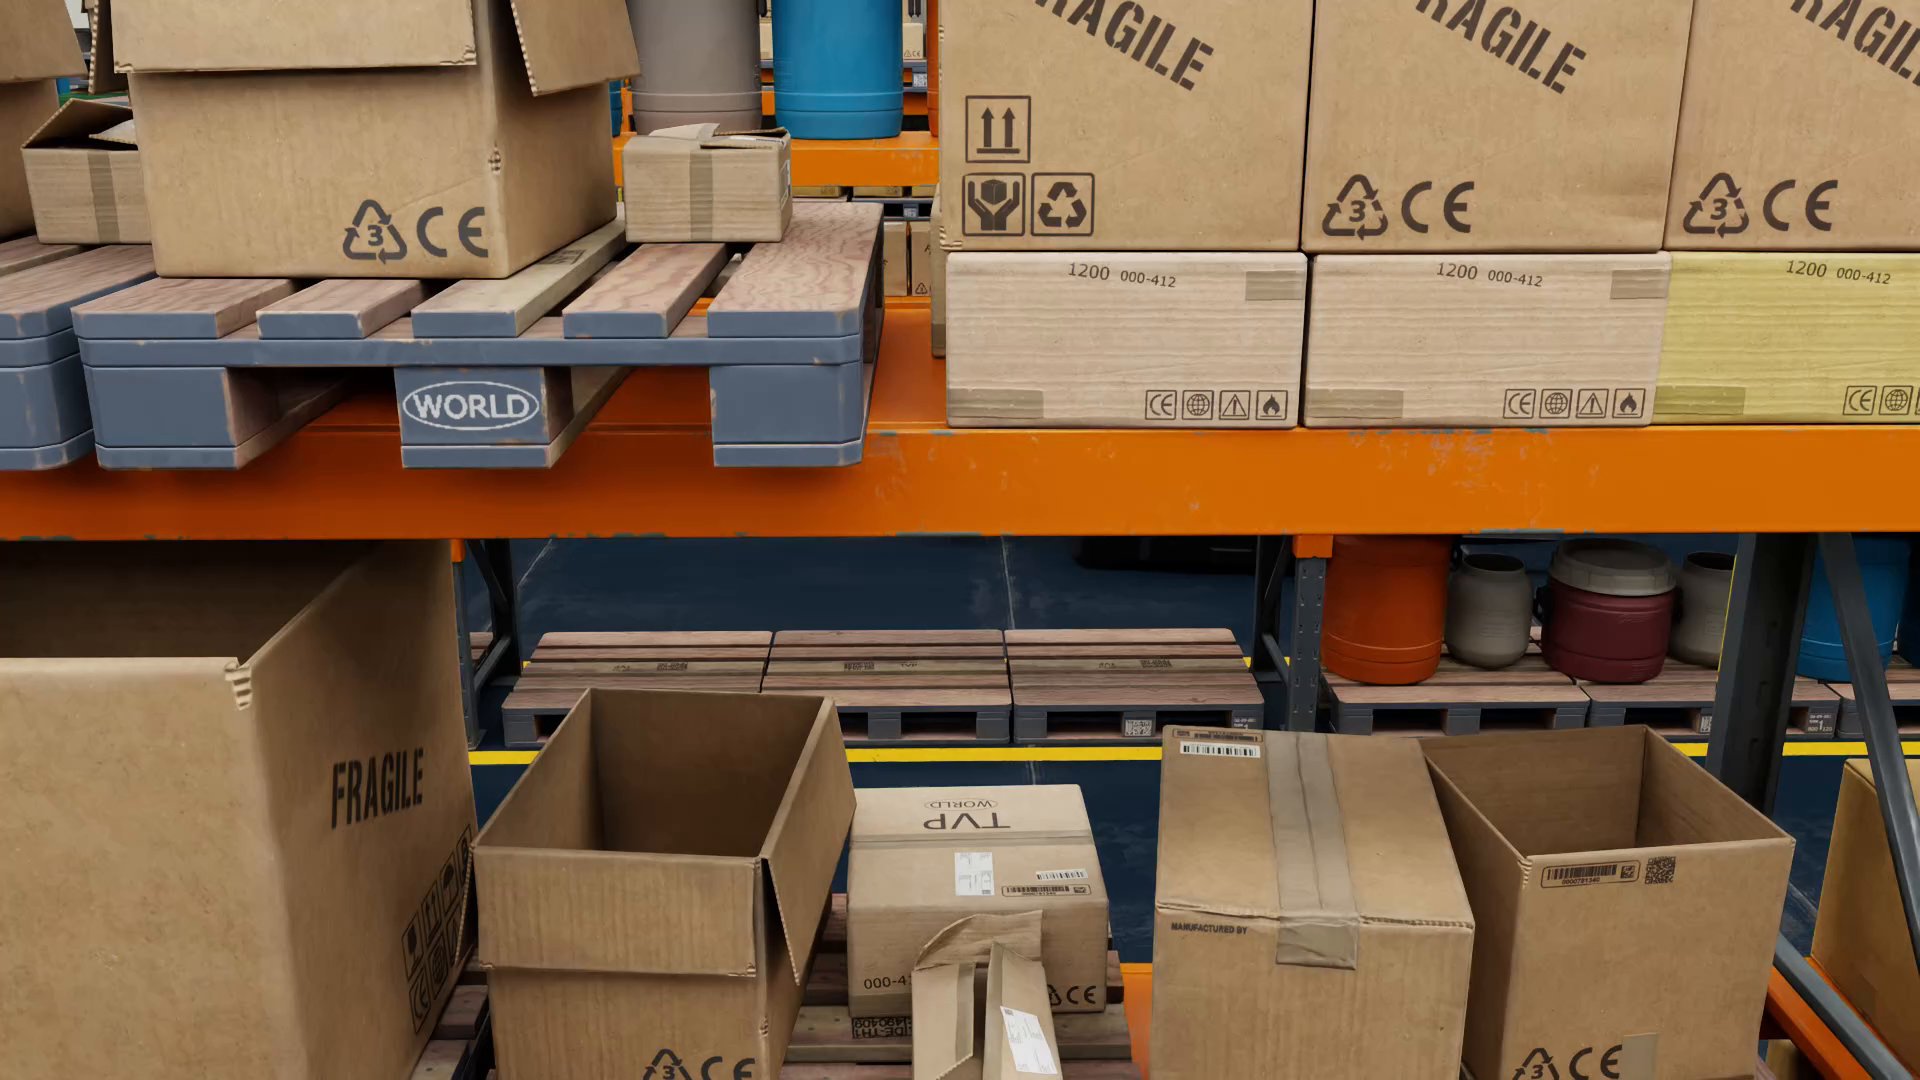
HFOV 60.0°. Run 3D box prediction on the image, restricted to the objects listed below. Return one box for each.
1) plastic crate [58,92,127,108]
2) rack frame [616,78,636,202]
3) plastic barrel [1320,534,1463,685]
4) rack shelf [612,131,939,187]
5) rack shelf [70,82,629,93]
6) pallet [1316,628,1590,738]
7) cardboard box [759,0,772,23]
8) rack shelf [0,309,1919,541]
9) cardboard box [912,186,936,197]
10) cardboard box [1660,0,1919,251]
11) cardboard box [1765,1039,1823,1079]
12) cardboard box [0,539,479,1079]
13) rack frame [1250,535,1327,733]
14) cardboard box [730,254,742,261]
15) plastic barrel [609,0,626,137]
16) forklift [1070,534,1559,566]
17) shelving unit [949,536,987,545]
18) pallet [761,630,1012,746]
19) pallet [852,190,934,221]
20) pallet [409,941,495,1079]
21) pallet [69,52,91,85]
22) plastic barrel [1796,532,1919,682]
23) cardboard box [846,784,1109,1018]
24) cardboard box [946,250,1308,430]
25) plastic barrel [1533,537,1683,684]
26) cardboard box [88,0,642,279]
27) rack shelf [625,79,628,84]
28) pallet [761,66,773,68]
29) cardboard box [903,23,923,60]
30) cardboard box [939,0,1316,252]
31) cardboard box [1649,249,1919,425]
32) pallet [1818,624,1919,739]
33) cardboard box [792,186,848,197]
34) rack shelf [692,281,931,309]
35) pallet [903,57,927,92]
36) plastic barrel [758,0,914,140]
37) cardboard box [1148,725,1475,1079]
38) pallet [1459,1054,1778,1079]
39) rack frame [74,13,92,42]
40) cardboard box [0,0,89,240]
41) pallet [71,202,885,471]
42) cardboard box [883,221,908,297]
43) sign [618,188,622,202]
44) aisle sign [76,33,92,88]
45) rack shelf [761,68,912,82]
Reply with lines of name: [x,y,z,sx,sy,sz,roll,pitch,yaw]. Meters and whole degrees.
plastic crate: [-3.957,-1.976,7.734,0.450,0.188,0.336,0,18,-1]
rack frame: [-2.449,-2.086,12.641,0.127,3.000,1.000,0,18,-1]
plastic barrel: [2.114,0.233,8.276,0.708,0.830,0.600,0,18,-1]
rack shelf: [-0.375,-1.669,7.607,4.000,0.370,1.077,0,18,-1]
rack shelf: [-4.449,-3.163,12.262,4.000,0.370,1.077,0,18,-1]
pallet: [2.413,0.718,8.462,1.213,0.211,1.003,0,18,-1]
cardboard box: [-1.263,-4.001,12.029,0.500,0.500,0.500,1,18,4]
rack shelf: [-0.297,-0.156,2.891,4.000,0.370,1.077,0,18,-1]
cardboard box: [-0.247,-3.858,17.278,0.500,0.500,0.700,0,18,-1]
cardboard box: [1.230,-0.715,2.474,0.500,0.500,0.500,0,18,1]
cardboard box: [2.393,1.735,3.520,0.875,0.875,1.225,-1,18,-3]
cardboard box: [-1.500,0.492,2.932,1.000,1.000,1.000,0,18,0]
rack frame: [1.625,-0.593,7.985,0.127,3.000,1.000,0,18,-1]
cardboard box: [-1.957,-2.031,12.713,0.500,0.250,0.500,1,18,3]
plastic barrel: [-1.870,-2.309,7.604,0.708,0.901,0.600,0,18,-1]
forklift: [2.246,-1.331,10.398,3.031,2.935,1.130,2,18,5]
shelving unit: [0.054,-0.500,10.888,0.252,1.050,0.215,0,18,-1]
pallet: [-0.367,0.732,8.421,1.213,0.211,1.003,0,18,-1]
pallet: [-0.510,-3.505,17.378,1.213,0.211,1.003,0,18,-1]
pallet: [-1.530,1.071,3.111,1.213,0.211,1.003,0,18,-1]
pallet: [-5.741,-3.449,12.122,1.213,0.211,1.003,0,18,-1]
plastic barrel: [4.372,0.188,8.299,0.708,0.901,0.600,0,18,-1]
cardboard box: [0.024,0.729,3.422,0.500,0.250,0.500,-1,18,-2]
cardboard box: [0.234,-0.352,2.568,0.500,0.250,0.500,0,18,1]
plastic barrel: [3.243,0.342,8.330,0.708,0.588,0.600,0,18,-1]
cardboard box: [-0.883,-0.715,2.599,0.637,0.503,0.797,0,18,1]
rack shelf: [-4.531,-4.675,16.979,4.000,0.370,1.077,0,18,-1]
pallet: [-1.912,-4.909,16.836,1.003,0.211,1.213,0,18,-1]
cardboard box: [-0.536,-3.634,12.112,0.500,0.250,0.500,-2,18,-6]
cardboard box: [0.222,-0.712,2.463,0.500,0.500,0.500,0,18,0]
cardboard box: [1.232,-0.360,2.593,0.500,0.250,0.500,0,18,-1]
pallet: [4.852,0.707,8.499,1.213,0.211,1.003,0,18,-1]
cardboard box: [-1.463,-3.849,17.251,0.500,0.500,0.700,2,18,5]
rack shelf: [-0.449,-1.753,12.781,4.000,0.370,1.077,0,18,-1]
pallet: [-0.245,-3.407,12.157,1.213,0.211,1.003,1,18,2]
plastic barrel: [-0.562,-2.316,7.624,0.708,0.901,0.600,0,18,-1]
cardboard box: [0.607,0.720,3.040,0.500,0.500,0.700,2,18,7]
pallet: [0.992,1.047,3.186,1.003,0.211,1.213,0,18,-1]
rack frame: [-6.449,-4.924,11.664,0.127,3.000,1.000,0,18,-1]
cardboard box: [-1.825,-0.710,2.584,0.637,0.503,0.797,-1,18,-4]
pallet: [-0.640,-0.376,2.706,1.003,0.211,1.213,0,18,-1]
cardboard box: [-0.653,-2.138,12.637,0.500,0.500,0.500,0,18,-1]
sign: [-2.439,-2.367,11.968,0.005,0.325,0.100,0,18,-1]
aisle sign: [-6.519,-3.394,12.462,0.004,0.787,0.394,0,18,-1]
rack shelf: [-0.531,-4.695,17.039,4.000,0.370,1.077,0,18,-1]
